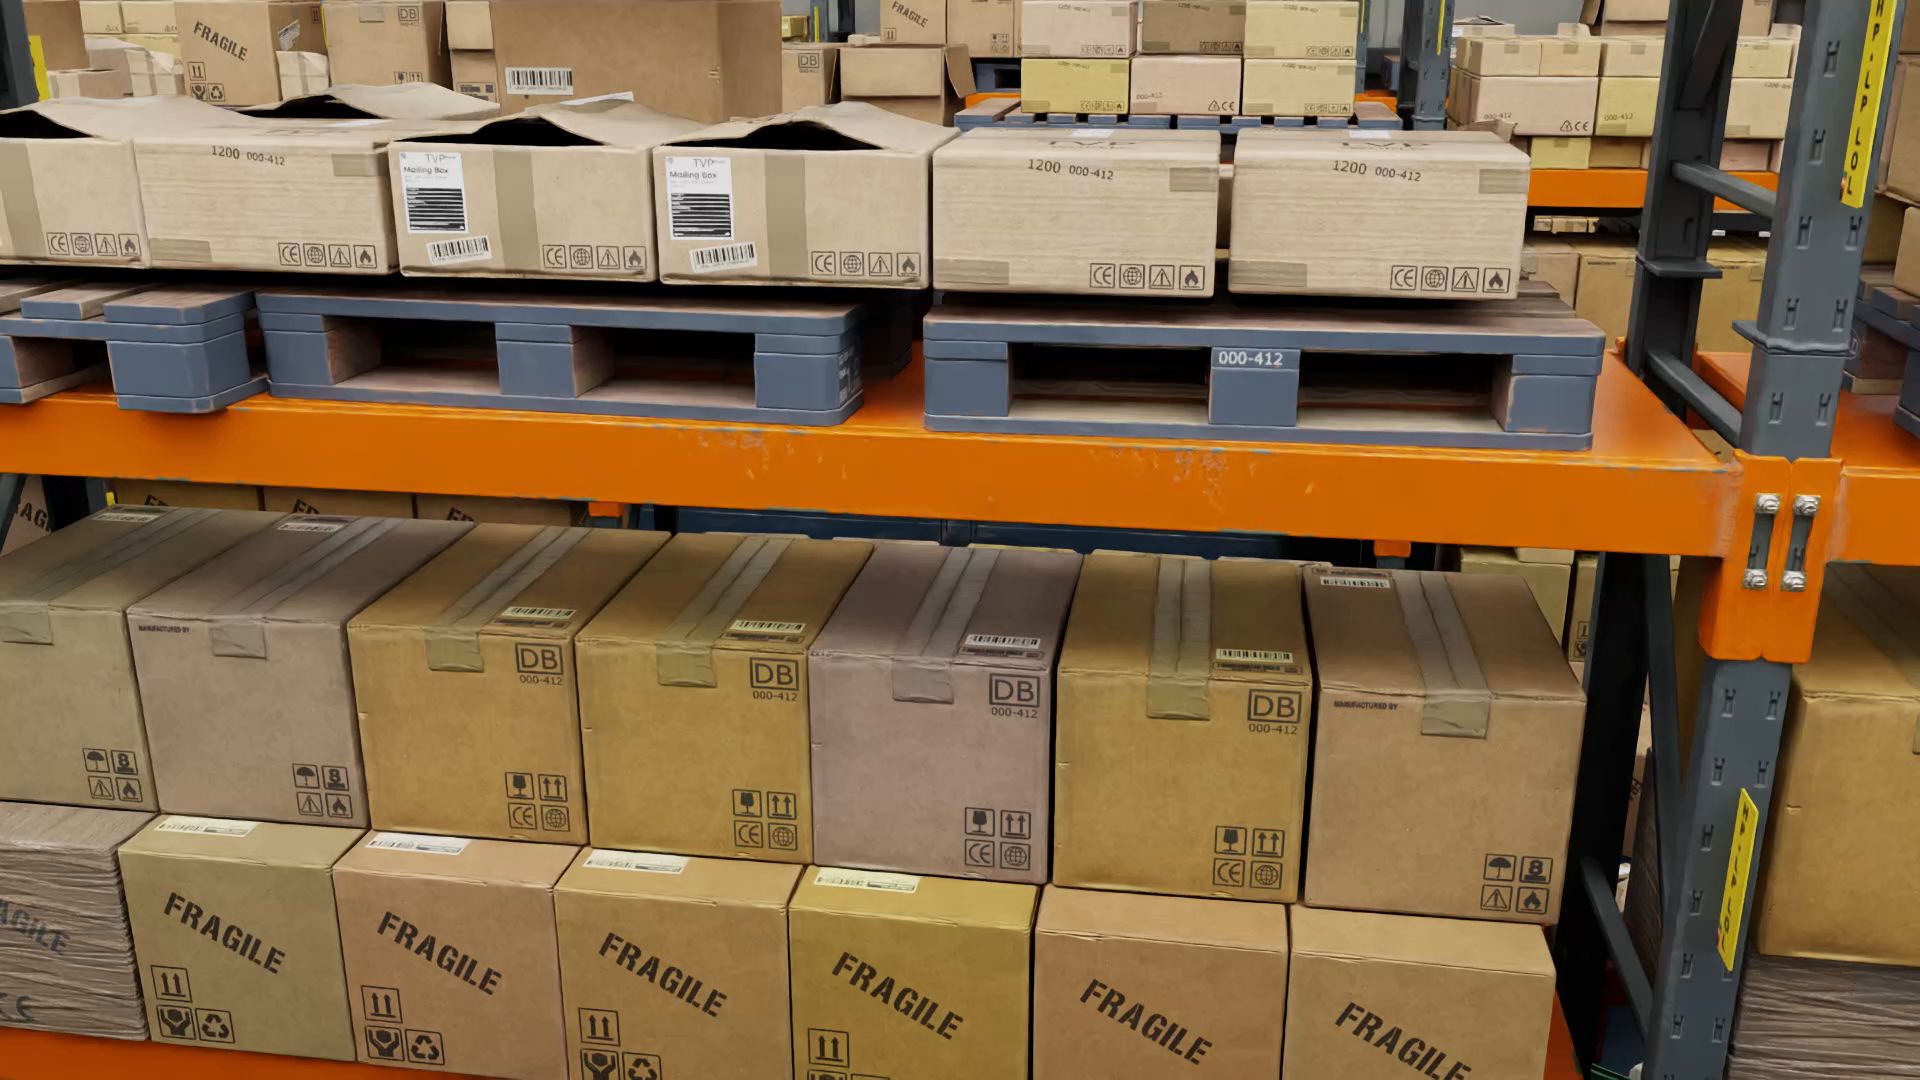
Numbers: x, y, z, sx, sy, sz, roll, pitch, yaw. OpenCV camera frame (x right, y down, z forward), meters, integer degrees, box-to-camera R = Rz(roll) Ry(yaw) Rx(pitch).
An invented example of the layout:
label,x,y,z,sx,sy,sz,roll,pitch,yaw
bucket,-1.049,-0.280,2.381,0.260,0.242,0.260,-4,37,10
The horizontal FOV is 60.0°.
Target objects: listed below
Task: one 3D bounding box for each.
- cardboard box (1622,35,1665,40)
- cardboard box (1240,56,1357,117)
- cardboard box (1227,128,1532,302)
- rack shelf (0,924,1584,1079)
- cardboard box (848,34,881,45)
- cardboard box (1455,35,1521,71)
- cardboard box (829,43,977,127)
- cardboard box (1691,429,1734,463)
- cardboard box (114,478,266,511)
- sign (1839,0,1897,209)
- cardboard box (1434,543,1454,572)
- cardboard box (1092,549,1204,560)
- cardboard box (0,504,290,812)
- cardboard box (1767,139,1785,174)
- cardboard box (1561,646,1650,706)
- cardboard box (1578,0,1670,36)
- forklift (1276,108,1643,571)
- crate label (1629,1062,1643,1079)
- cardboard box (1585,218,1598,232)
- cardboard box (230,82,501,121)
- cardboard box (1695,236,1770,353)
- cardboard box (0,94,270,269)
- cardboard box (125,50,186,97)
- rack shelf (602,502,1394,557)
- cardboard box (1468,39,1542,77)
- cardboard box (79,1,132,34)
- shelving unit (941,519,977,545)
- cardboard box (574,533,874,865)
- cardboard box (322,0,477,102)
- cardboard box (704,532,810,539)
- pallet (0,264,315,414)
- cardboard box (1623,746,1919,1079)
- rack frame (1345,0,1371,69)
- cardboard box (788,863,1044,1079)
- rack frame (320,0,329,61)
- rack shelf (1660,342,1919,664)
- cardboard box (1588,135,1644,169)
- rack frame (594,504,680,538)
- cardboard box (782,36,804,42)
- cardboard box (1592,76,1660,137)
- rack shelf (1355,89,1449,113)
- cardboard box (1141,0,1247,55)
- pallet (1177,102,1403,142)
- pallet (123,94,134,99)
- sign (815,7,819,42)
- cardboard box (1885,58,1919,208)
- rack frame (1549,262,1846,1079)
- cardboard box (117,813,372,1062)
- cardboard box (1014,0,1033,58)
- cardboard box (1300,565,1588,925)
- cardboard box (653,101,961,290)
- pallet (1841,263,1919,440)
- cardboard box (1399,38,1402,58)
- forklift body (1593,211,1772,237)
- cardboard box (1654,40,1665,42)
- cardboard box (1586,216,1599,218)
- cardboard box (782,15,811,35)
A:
label,x,y,z,sx,sy,sz,roll,pitch,yaw
cardboard box,3.311,-2.328,7.947,0.250,0.149,0.380,3,19,10
cardboard box,1.575,-2.131,7.792,0.500,0.250,0.500,3,19,8
cardboard box,0.767,-0.624,3.131,0.500,0.250,0.500,3,19,9
rack shelf,-0.485,1.200,4.124,4.000,0.370,1.077,3,19,9
cardboard box,-0.694,-3.799,12.751,0.250,0.166,0.380,3,19,9
cardboard box,2.523,-2.331,7.953,0.250,0.149,0.380,3,19,10
cardboard box,-0.264,-2.202,8.265,0.637,0.503,0.797,3,19,9
cardboard box,3.558,-0.628,7.827,0.500,0.500,0.500,3,19,8
cardboard box,-4.206,-0.142,9.686,0.875,0.875,0.875,3,19,10
sign,1.413,-0.687,2.591,0.005,0.325,0.100,3,19,9
cardboard box,2.802,0.098,8.772,0.500,0.500,0.500,3,19,8
cardboard box,0.946,0.390,8.891,0.625,0.372,0.950,4,19,12
cardboard box,-2.018,0.262,4.059,0.500,0.500,0.700,3,19,8
cardboard box,3.703,-1.715,7.370,0.250,0.149,0.380,3,19,8
cardboard box,3.244,0.646,8.317,0.500,0.250,0.500,4,19,12
cardboard box,4.865,-3.739,12.040,0.637,0.503,0.797,4,19,10
forklift,3.588,-1.214,10.311,3.031,2.935,1.130,3,19,8
crate label,2.404,1.848,5.563,0.250,0.136,0.298,-11,21,-29
cardboard box,4.755,-2.324,12.343,0.250,0.149,0.380,3,19,8
cardboard box,-1.380,-0.910,3.890,0.500,0.311,0.500,3,19,9
cardboard box,3.567,-1.103,7.670,0.500,0.500,0.700,3,19,7
cardboard box,-1.780,-0.764,3.451,0.500,0.311,0.500,3,19,9
cardboard box,-3.975,-2.356,8.438,0.258,0.266,0.396,4,19,13
rack shelf,0.200,-0.356,8.774,4.000,0.370,1.077,3,19,9
cardboard box,2.434,-2.160,7.443,0.250,0.149,0.380,3,19,8
cardboard box,-6.989,-4.309,13.707,0.500,0.250,0.500,3,19,10
shelving unit,-0.008,-0.427,11.162,0.210,0.900,0.258,3,19,9
cardboard box,-0.507,0.338,3.833,0.500,0.500,0.700,3,19,8
cardboard box,-2.782,-2.457,8.373,0.500,0.500,0.700,2,19,6
cardboard box,-1.218,0.281,9.217,0.625,0.372,0.950,2,19,5
pallet,-1.816,-0.559,3.817,1.003,0.211,1.213,4,19,11
cardboard box,1.856,0.903,3.641,0.550,0.550,0.875,3,19,9
rack frame,2.959,-4.997,12.055,0.127,3.000,1.000,3,19,9
cardboard box,-0.066,0.918,3.673,0.500,0.500,0.500,3,19,9
rack frame,-4.940,-5.399,13.258,0.127,3.000,1.000,3,19,9
rack shelf,3.464,-0.021,3.046,4.000,0.370,1.077,3,19,9
cardboard box,2.956,-1.799,7.621,0.250,0.149,0.380,3,19,9
rack frame,-1.774,-0.798,8.961,0.127,3.000,1.000,3,19,9
cardboard box,-1.379,-3.836,12.921,0.250,0.149,0.380,3,19,10
cardboard box,3.077,-1.958,7.468,0.500,0.250,0.500,3,19,8
rack shelf,4.933,-3.133,12.344,4.000,0.370,1.077,3,19,9
cardboard box,1.168,-2.561,8.289,0.500,0.250,0.500,3,19,7
pallet,1.582,-1.994,8.105,1.003,0.211,1.213,3,19,9
pallet,-4.811,-2.300,9.025,1.217,0.209,0.805,2,19,6
sign,-1.079,-3.851,12.543,0.005,0.325,0.100,3,19,9
cardboard box,1.928,-0.667,2.791,0.500,0.250,0.500,3,19,9
rack frame,1.490,0.959,3.709,0.127,3.000,1.000,3,19,9
cardboard box,-1.557,0.842,3.901,0.500,0.500,0.500,3,19,8
cardboard box,0.691,-3.906,12.544,0.500,0.500,0.500,3,19,10
cardboard box,0.999,0.415,3.604,0.500,0.500,0.700,3,19,8
cardboard box,-0.276,-0.687,3.222,0.500,0.311,0.500,2,19,7
pallet,2.296,-0.377,3.114,1.213,0.211,1.003,3,19,9
cardboard box,3.354,-3.584,12.137,0.250,0.149,0.380,3,19,10
forklift body,4.746,-1.072,11.117,1.214,2.155,2.313,3,19,9
cardboard box,3.210,-2.118,7.319,0.250,0.149,0.380,3,19,8
cardboard box,4.760,-2.492,12.375,0.250,0.149,0.380,3,19,9
cardboard box,-1.310,-4.140,13.360,0.250,0.149,0.380,2,19,7
